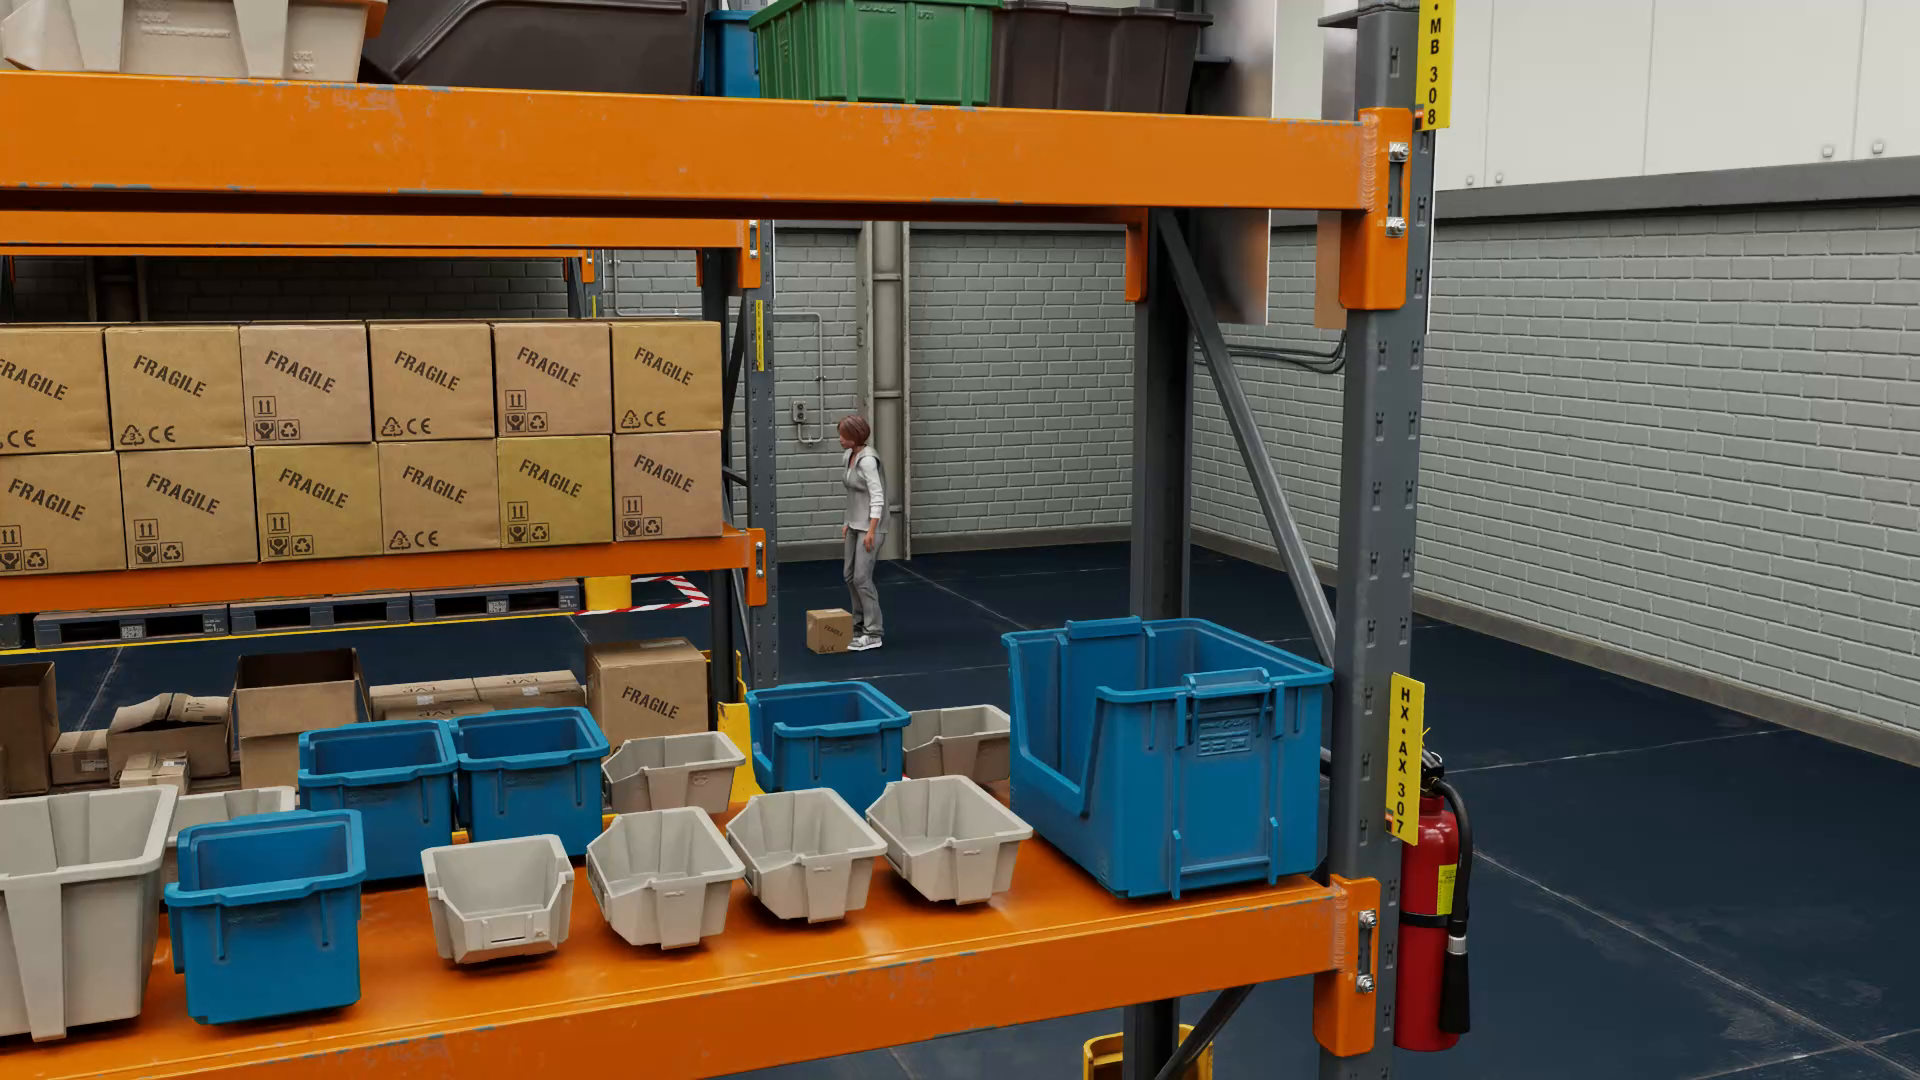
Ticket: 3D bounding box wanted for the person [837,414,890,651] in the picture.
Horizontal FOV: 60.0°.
[{"bbox_3d":[-0.665,-0.059,11.272,0.347,1.592,0.483,-4,10,-24],"label":"person"}]
